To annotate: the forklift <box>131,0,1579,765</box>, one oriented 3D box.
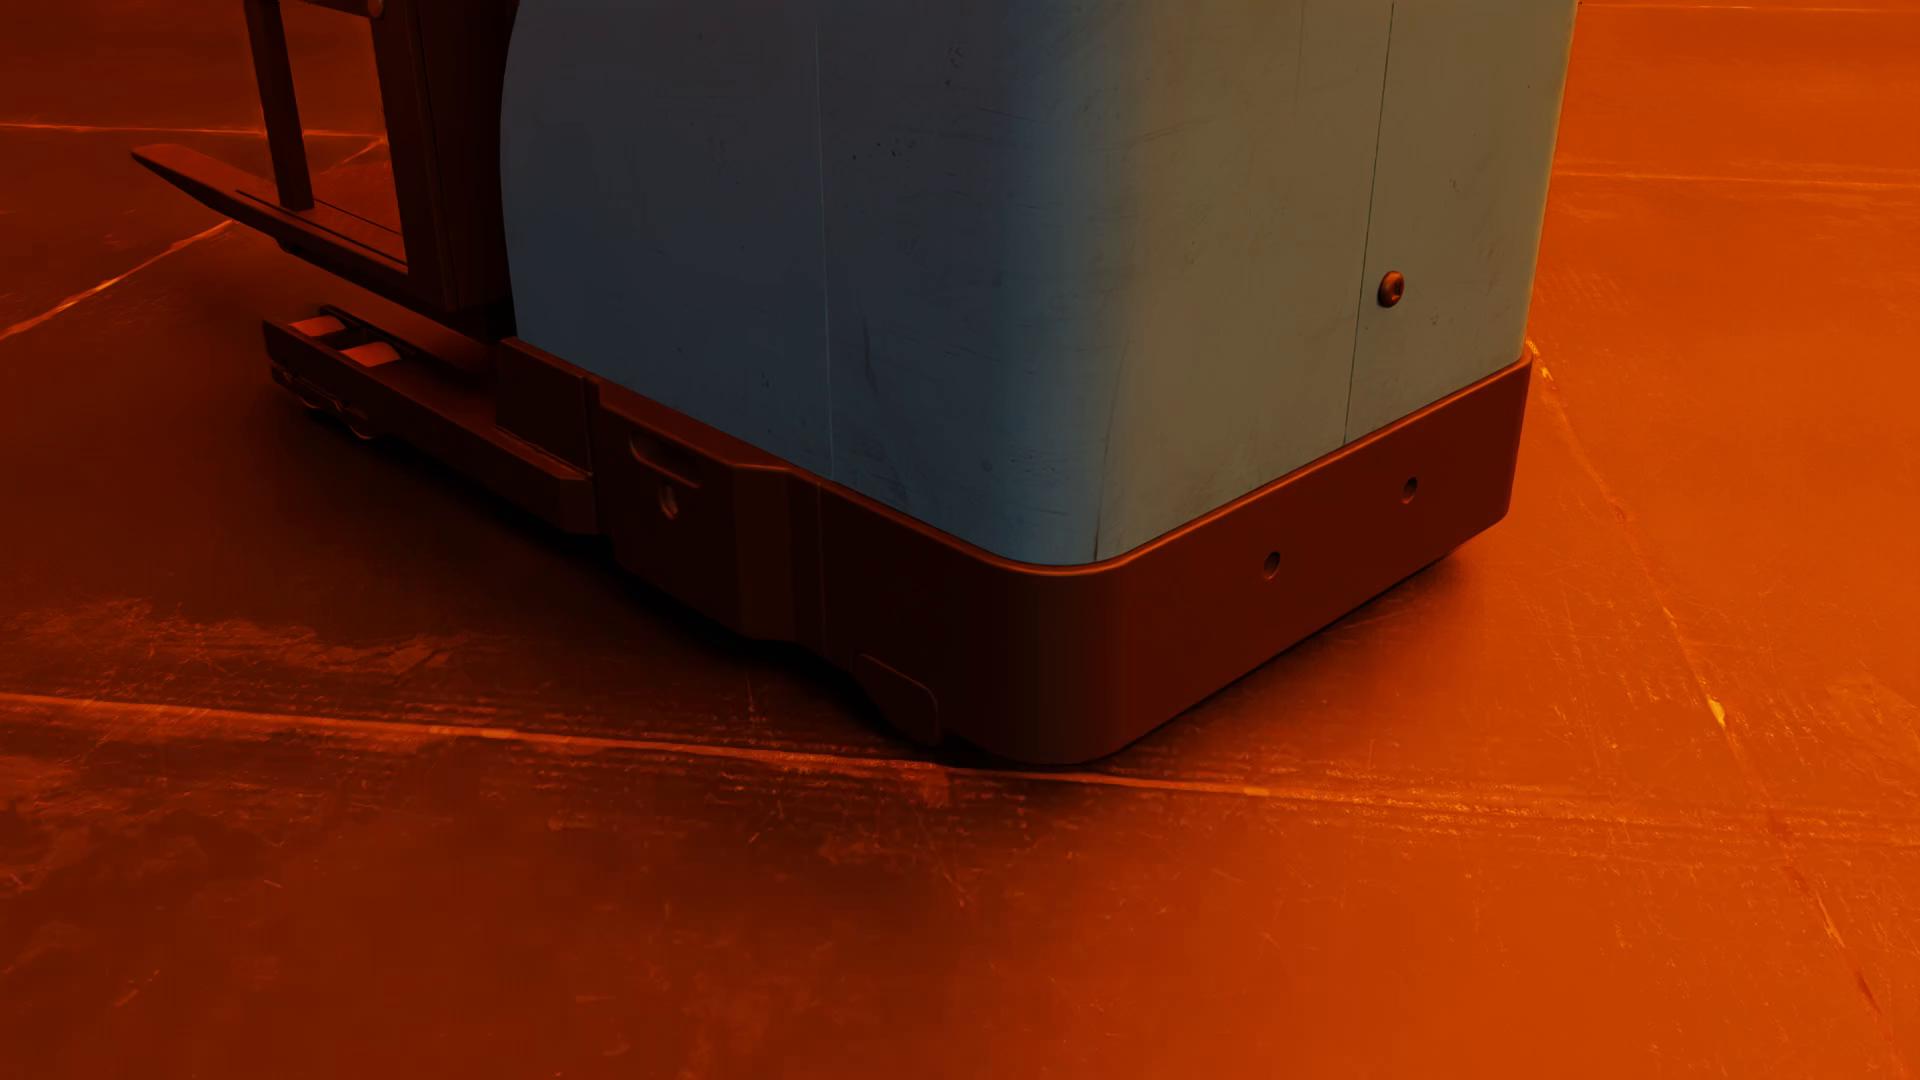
[{"bbox_3d":[-0.586,-1.624,2.472,1.130,2.935,3.031,-24,35,-39],"label":"forklift"}]
